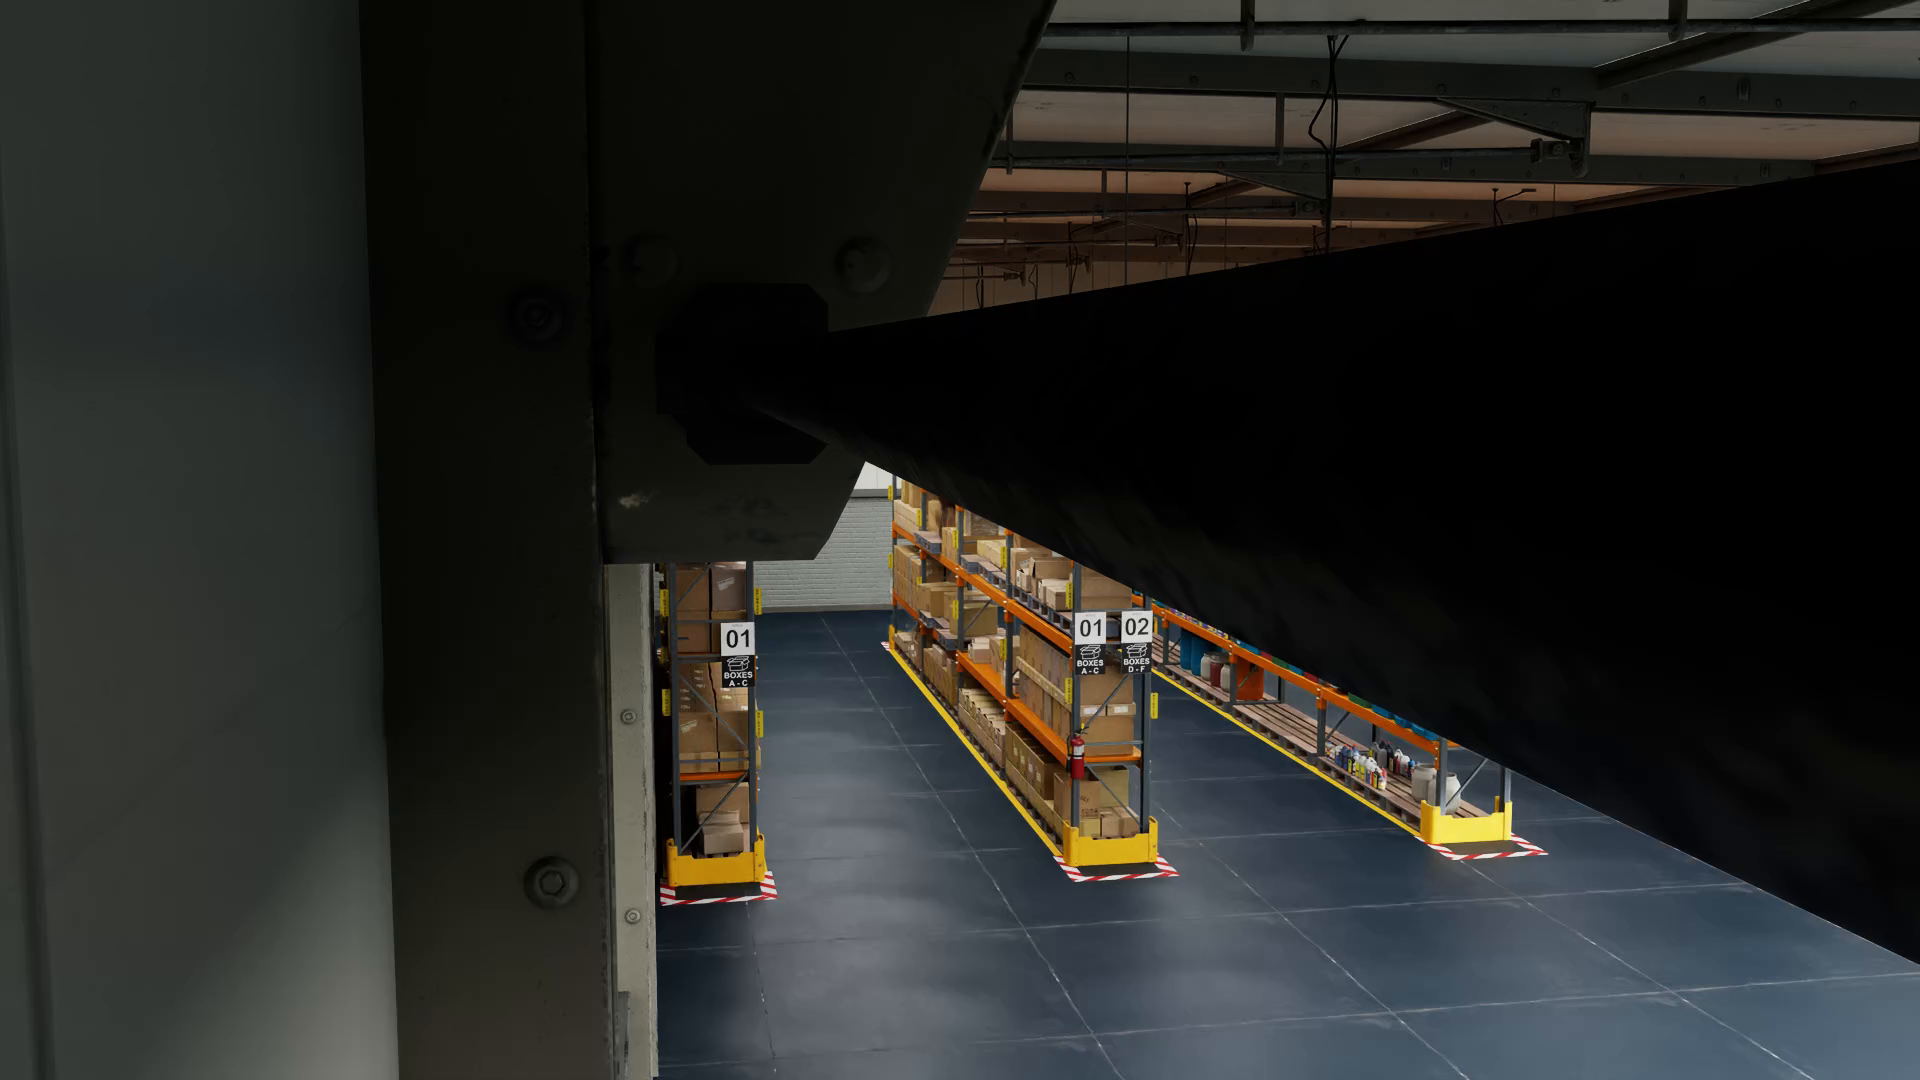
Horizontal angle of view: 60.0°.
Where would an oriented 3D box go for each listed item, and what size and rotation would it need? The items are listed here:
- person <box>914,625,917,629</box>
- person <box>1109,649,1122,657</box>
[{"bbox_3d":[-0.650,1.463,37.726,0.864,1.595,0.554,2,6,18],"label":"person"},{"bbox_3d":[2.681,2.287,30.102,0.702,1.682,0.989,-2,7,-21],"label":"person"}]
